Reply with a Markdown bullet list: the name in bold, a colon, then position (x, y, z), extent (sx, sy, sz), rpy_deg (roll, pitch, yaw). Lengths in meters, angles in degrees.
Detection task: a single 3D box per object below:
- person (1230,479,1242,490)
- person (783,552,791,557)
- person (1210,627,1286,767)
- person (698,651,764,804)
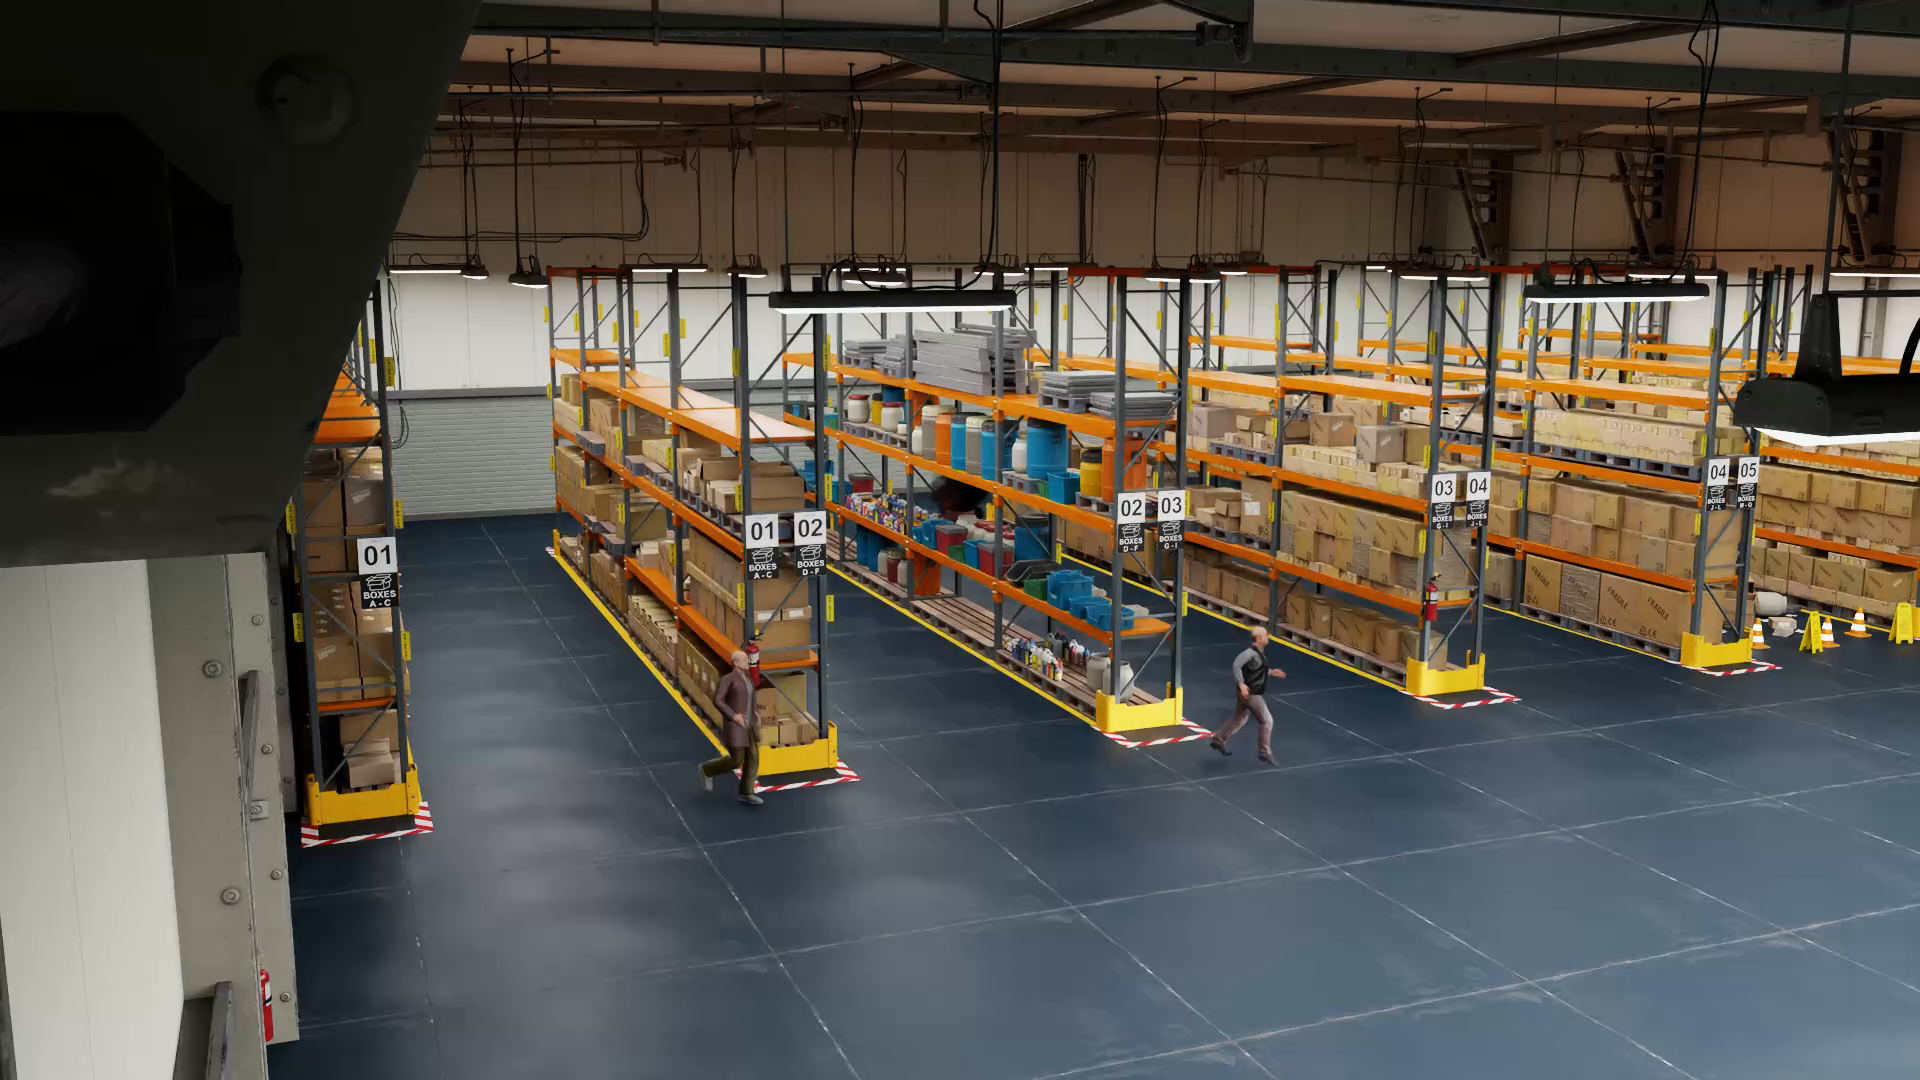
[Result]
- **person**: position (6.926, -1.694, 41.359), extent (0.789, 1.732, 0.759), rpy_deg (7, 12, 35)
- **person**: position (-3.156, 0.193, 29.159), extent (0.545, 1.733, 0.664), rpy_deg (-4, 11, -23)
- **person**: position (3.581, 1.933, 20.663), extent (0.915, 1.759, 0.590), rpy_deg (2, 10, 9)
- **person**: position (-2.533, 2.148, 19.359), extent (0.827, 1.719, 0.771), rpy_deg (5, 11, 26)
